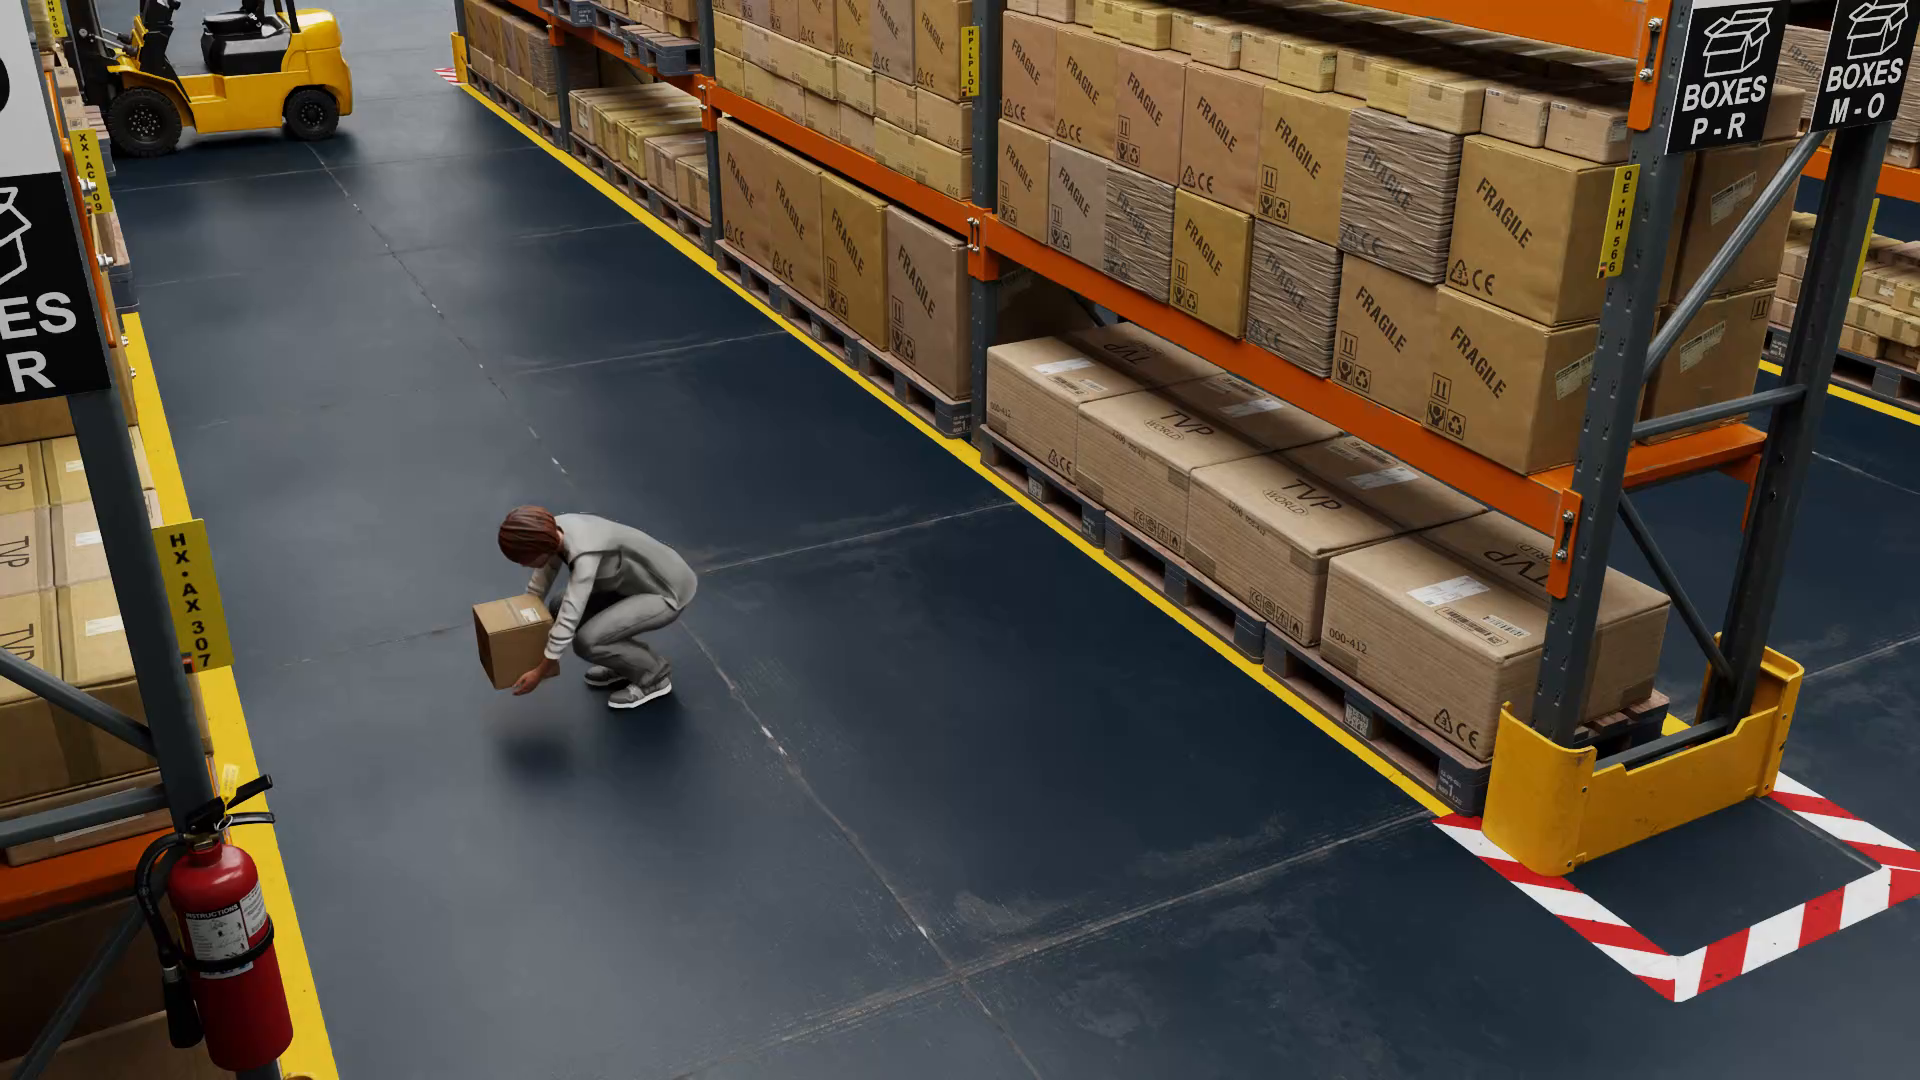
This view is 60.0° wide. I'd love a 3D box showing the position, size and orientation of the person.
[{"bbox_3d":[-1.405,0.230,6.472,0.792,0.884,0.458,-13,29,-25],"label":"person"}]
